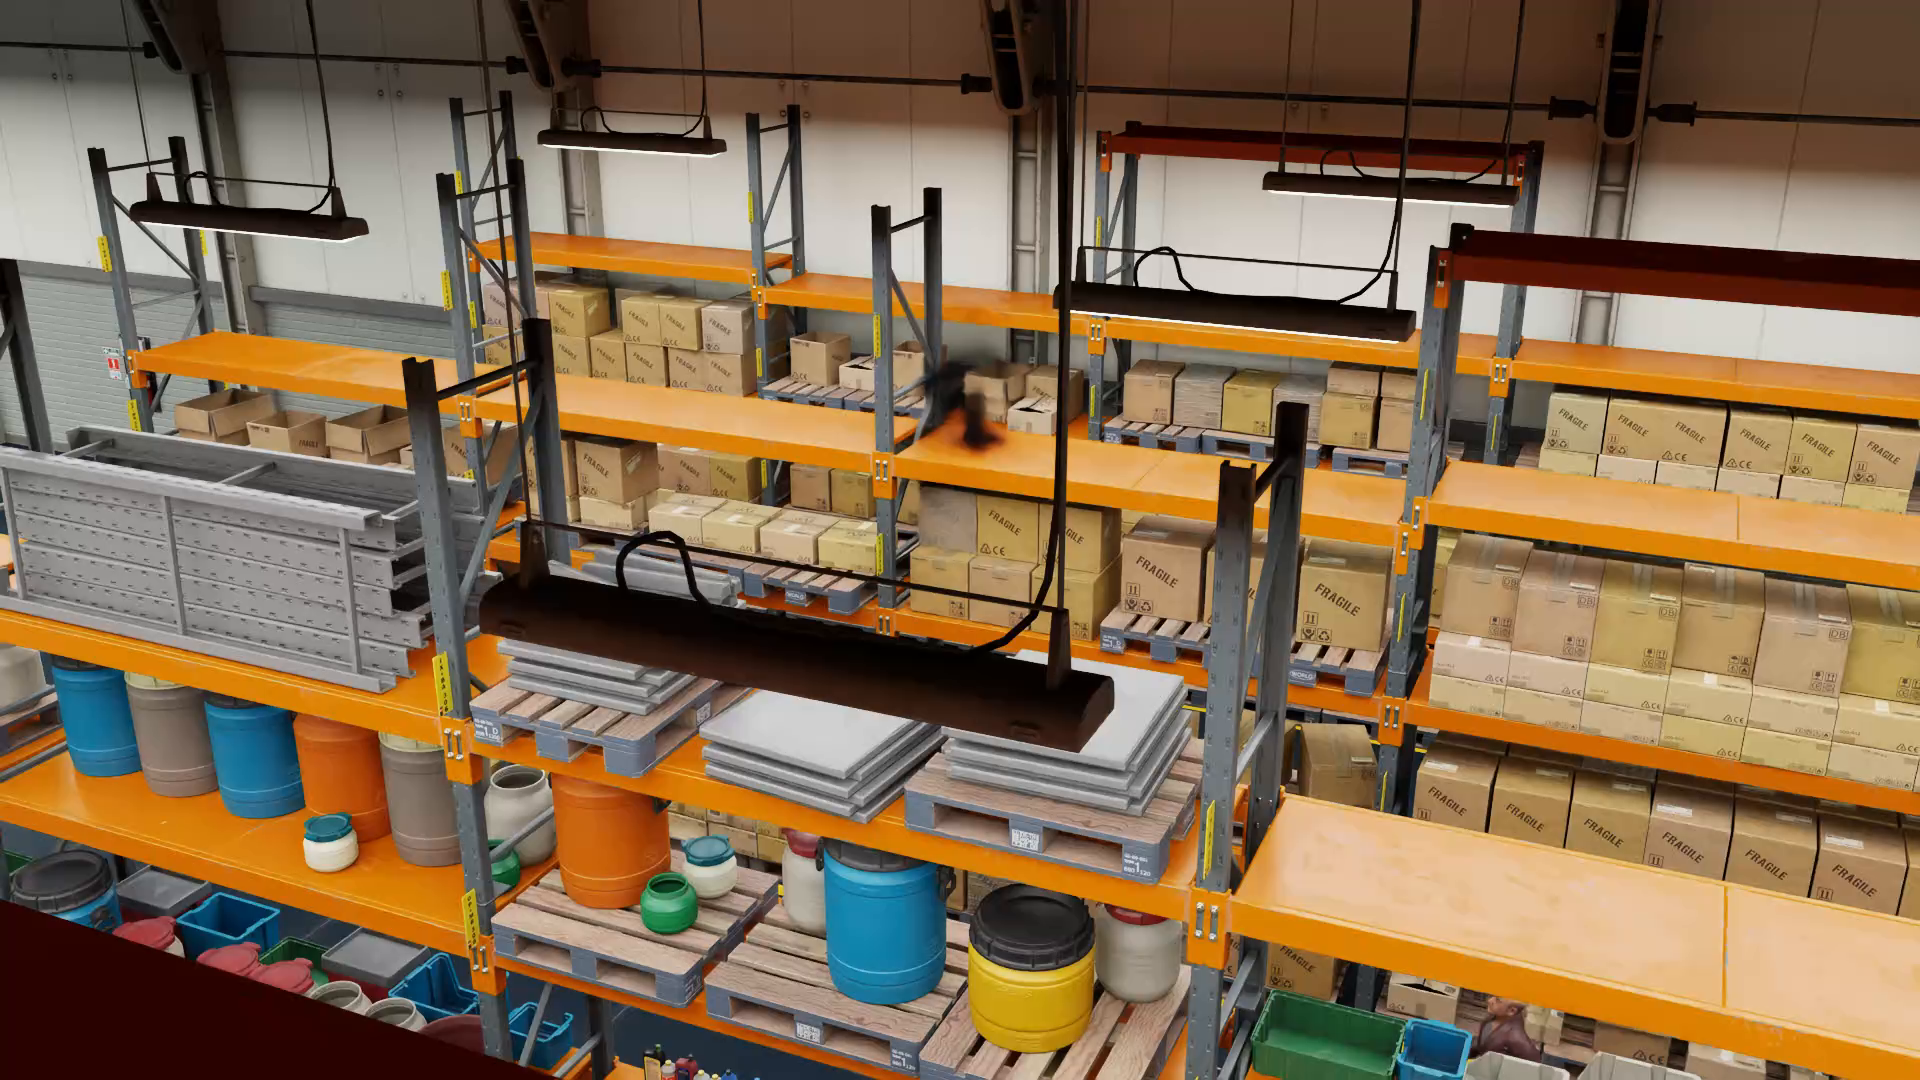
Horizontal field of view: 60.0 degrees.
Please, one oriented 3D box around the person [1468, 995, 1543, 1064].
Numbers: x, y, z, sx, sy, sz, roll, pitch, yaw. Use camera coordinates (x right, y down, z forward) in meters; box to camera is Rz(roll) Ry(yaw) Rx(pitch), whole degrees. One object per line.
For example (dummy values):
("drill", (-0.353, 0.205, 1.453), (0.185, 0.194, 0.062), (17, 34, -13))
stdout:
("person", (3.387, 3.577, 10.685), (0.599, 1.747, 0.693), (5, 21, 13))
